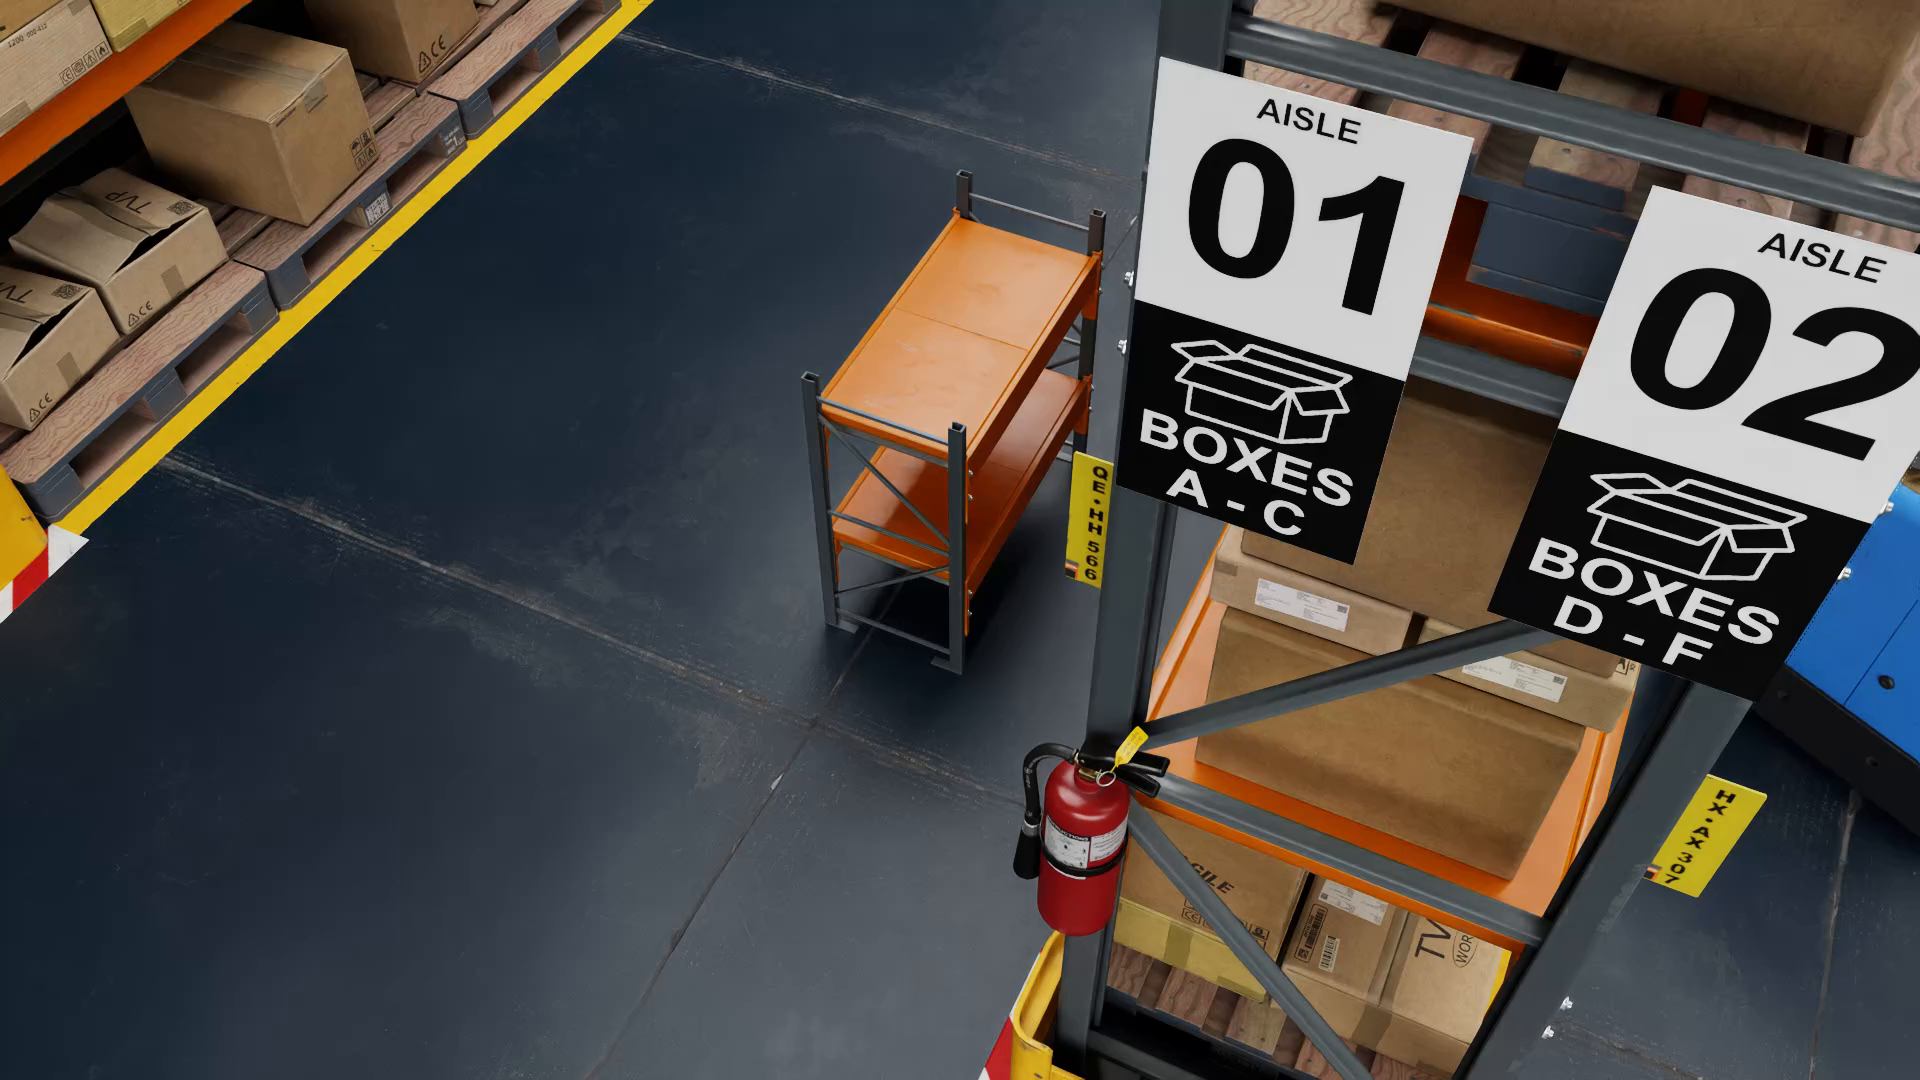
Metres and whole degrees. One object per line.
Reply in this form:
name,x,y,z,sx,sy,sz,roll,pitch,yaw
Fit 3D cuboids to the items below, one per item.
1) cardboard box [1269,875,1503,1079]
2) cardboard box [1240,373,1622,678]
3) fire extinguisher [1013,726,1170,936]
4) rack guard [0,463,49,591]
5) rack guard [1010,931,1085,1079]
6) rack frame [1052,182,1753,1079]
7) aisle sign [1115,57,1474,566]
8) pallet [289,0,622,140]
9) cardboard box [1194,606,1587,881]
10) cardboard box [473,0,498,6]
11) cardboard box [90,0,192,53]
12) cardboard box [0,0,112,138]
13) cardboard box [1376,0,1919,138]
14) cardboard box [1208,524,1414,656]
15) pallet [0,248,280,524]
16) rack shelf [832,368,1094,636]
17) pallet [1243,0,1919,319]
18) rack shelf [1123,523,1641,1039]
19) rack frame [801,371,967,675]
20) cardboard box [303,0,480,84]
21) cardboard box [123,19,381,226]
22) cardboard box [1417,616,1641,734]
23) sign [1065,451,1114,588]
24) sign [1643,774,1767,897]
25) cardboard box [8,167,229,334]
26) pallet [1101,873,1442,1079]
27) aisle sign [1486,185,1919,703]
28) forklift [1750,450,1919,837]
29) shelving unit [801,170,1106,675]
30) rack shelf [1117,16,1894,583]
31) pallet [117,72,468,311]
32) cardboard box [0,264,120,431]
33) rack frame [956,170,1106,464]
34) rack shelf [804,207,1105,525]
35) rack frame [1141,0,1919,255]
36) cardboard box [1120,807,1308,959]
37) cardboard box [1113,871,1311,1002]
cardboard box,1.151,1.070,4.400,0.500,0.250,0.500,20,52,16
cardboard box,0.955,-0.195,3.029,0.700,0.500,0.500,20,52,16
fire extinguisher,0.250,0.567,3.349,0.296,0.674,0.183,20,52,16
rack guard,-3.727,-0.239,5.626,1.175,0.500,0.348,20,52,16
rack guard,0.711,1.439,4.198,1.175,0.500,0.348,20,52,16
rack frame,0.721,0.612,3.260,1.000,3.000,0.127,20,52,16
aisle sign,0.427,-0.281,2.312,0.394,0.787,0.004,20,52,16
pallet,-2.306,-2.374,7.631,1.003,0.211,1.213,20,52,16
cardboard box,0.932,0.262,3.492,0.700,0.500,0.500,20,52,16
cardboard box,-2.252,-2.598,7.562,0.380,0.166,0.250,14,51,11
cardboard box,-2.832,-1.899,5.482,0.500,0.250,0.500,19,52,16
cardboard box,-3.055,-1.550,5.185,0.500,0.250,0.500,18,52,15
cardboard box,0.970,-0.969,2.200,0.797,0.503,0.637,23,53,18
cardboard box,0.712,0.044,3.251,0.380,0.149,0.250,19,52,15
pallet,-3.348,-0.694,6.202,1.003,0.211,1.213,20,52,16
rack shelf,0.003,-0.211,5.512,0.538,0.278,1.000,20,52,16
pallet,1.046,-0.810,2.558,1.003,0.211,1.213,20,52,16
rack shelf,1.575,-0.532,4.706,1.077,0.370,4.000,20,52,16
rack frame,-0.214,-0.019,5.028,0.500,1.125,0.032,20,52,16
cardboard box,-2.458,-2.356,7.138,0.500,0.500,0.500,16,52,13
cardboard box,-2.780,-1.658,6.544,0.700,0.500,0.500,17,52,14
cardboard box,1.083,0.169,3.145,0.380,0.149,0.250,19,52,16
sign,0.236,-0.026,2.887,0.100,0.325,0.005,20,52,16
sign,1.220,0.490,2.743,0.100,0.325,0.005,20,52,16
cardboard box,-3.139,-1.108,6.200,0.500,0.311,0.500,24,54,19
pallet,1.010,0.975,4.781,1.003,0.211,1.213,20,52,16
aisle sign,0.970,-0.086,2.146,0.394,0.787,0.004,20,52,16
forklift,3.797,-0.961,4.643,3.031,2.935,1.130,-31,56,-24
shelving unit,0.003,-0.369,5.326,0.538,1.125,1.048,20,52,16
rack shelf,1.575,-1.504,3.563,1.077,0.370,4.000,20,52,16
pallet,-2.826,-1.531,6.914,1.003,0.211,1.213,20,52,16
cardboard box,-3.383,-0.716,5.866,0.500,0.311,0.500,14,51,12
rack frame,0.220,-0.719,5.623,0.500,1.125,0.032,20,52,16
rack shelf,0.003,-0.559,5.103,0.538,0.278,1.000,20,52,16
rack frame,0.721,-1.332,0.975,1.000,3.000,0.127,20,52,16
cardboard box,0.681,0.658,4.258,0.500,0.500,0.500,20,52,16
cardboard box,0.683,0.902,4.543,0.500,0.250,0.500,20,52,16
